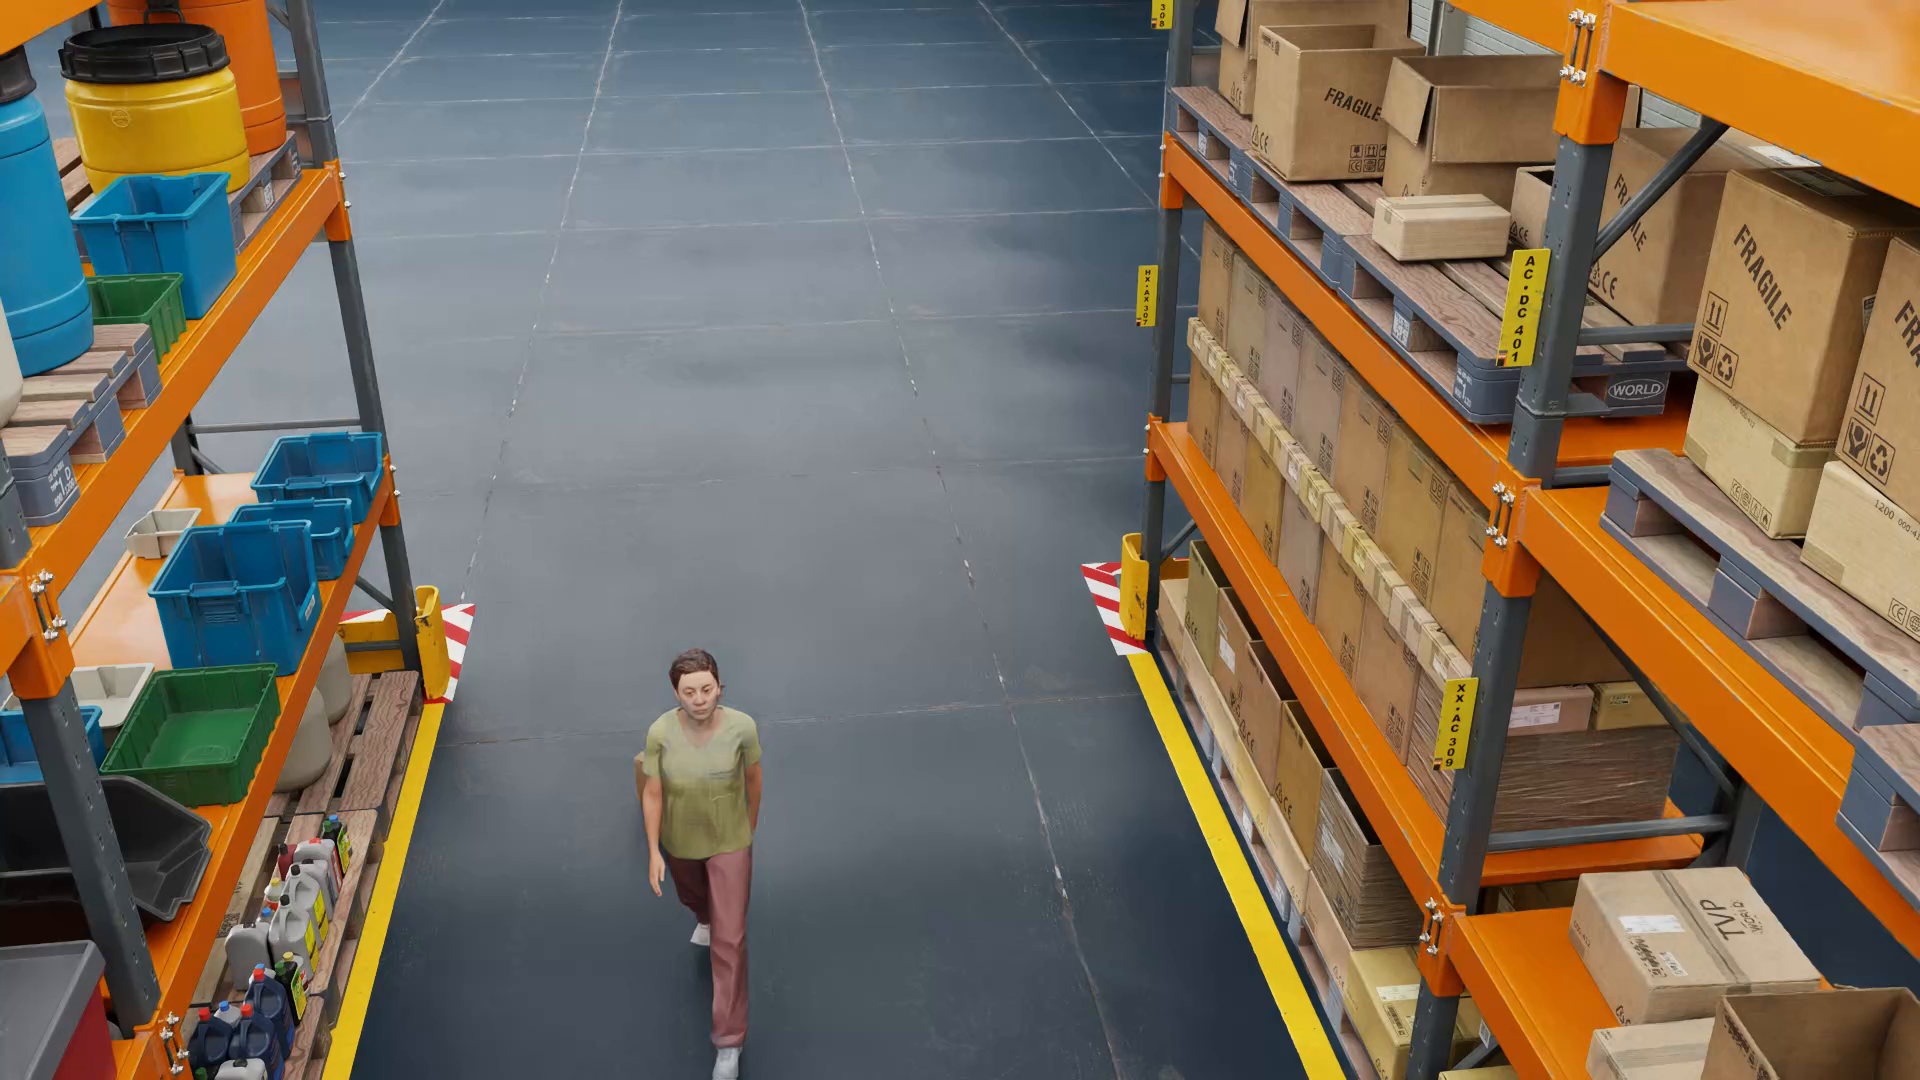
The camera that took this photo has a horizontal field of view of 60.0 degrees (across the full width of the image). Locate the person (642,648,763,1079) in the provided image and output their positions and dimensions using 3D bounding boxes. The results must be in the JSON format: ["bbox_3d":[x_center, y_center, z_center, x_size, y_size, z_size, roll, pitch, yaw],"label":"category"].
[{"bbox_3d":[-0.978,1.147,6.386,0.432,1.619,1.034,1,27,3],"label":"person"}]
